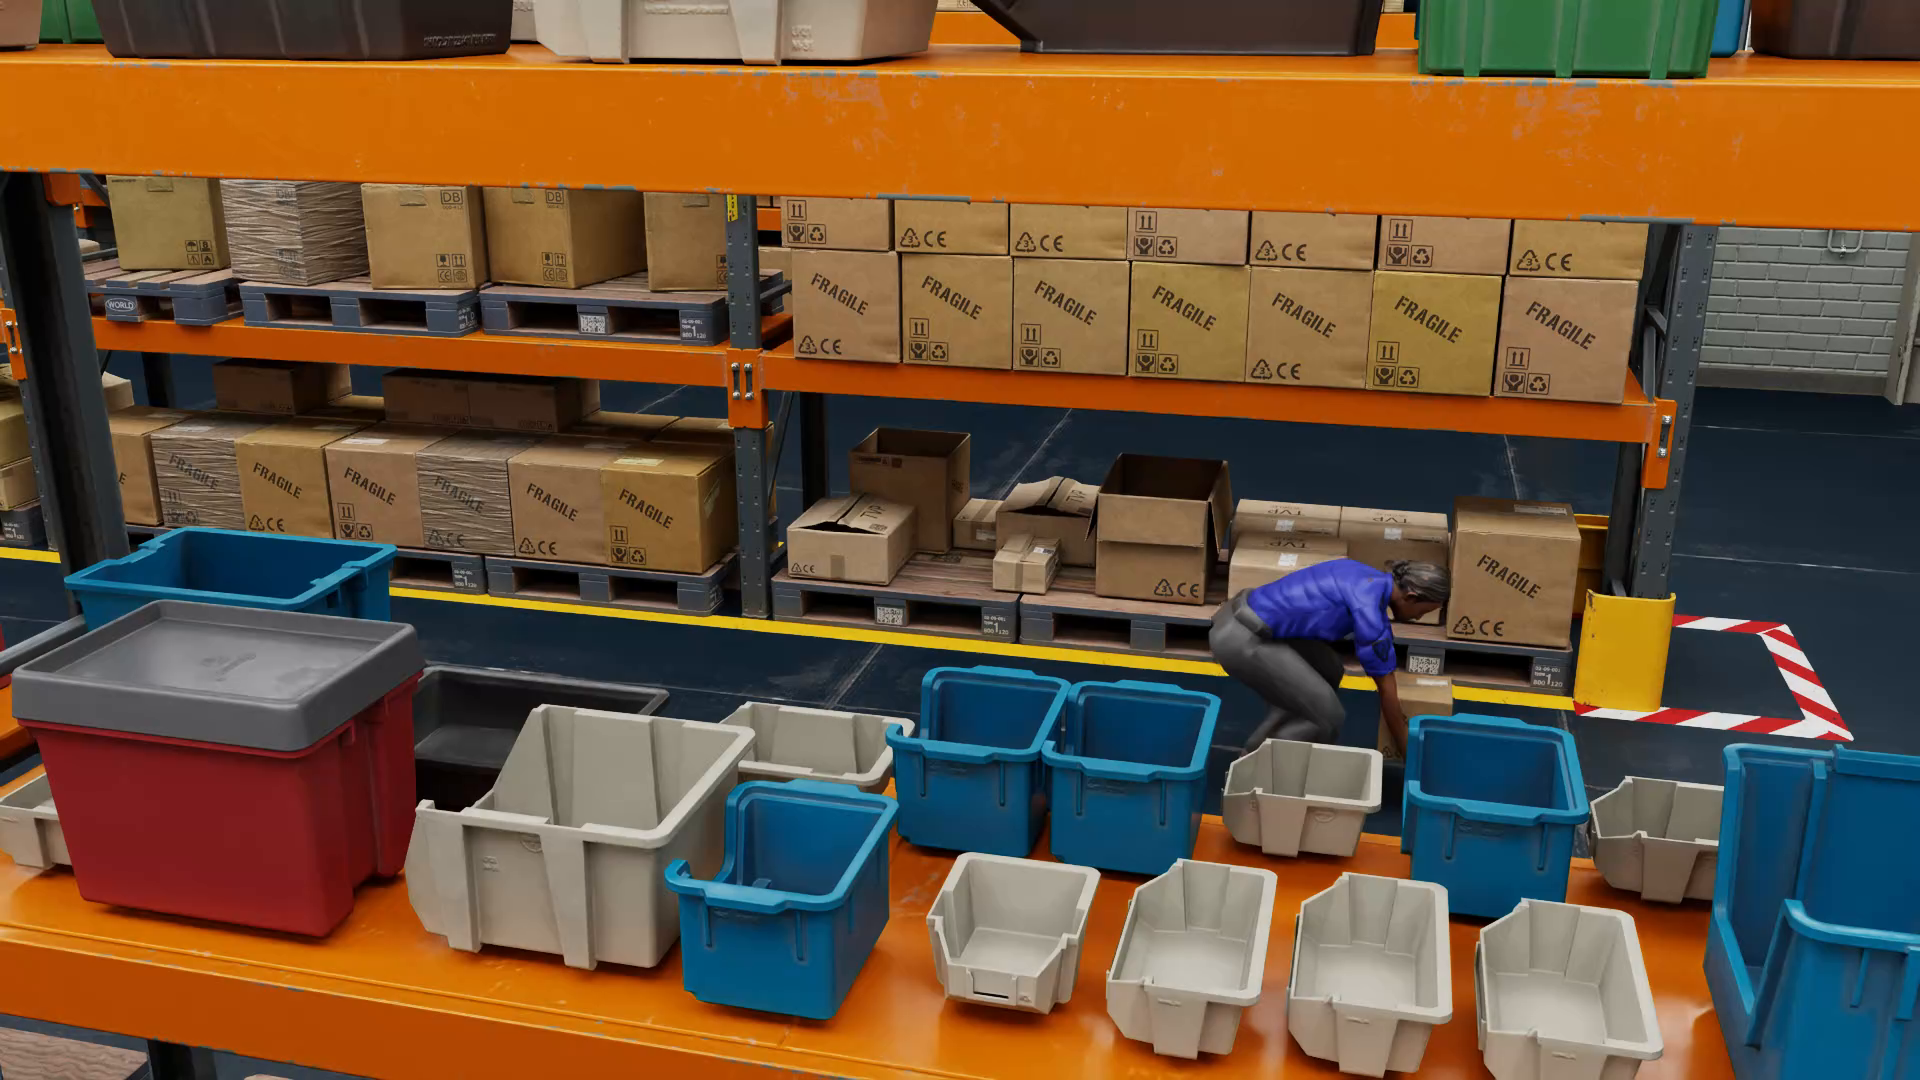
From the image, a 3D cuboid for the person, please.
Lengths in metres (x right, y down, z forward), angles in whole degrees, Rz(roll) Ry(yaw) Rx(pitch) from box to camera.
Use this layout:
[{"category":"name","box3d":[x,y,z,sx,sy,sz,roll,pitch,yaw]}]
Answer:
[{"category":"person","box3d":[1.357,0.502,6.197,0.860,0.946,0.472,4,19,11]}]
